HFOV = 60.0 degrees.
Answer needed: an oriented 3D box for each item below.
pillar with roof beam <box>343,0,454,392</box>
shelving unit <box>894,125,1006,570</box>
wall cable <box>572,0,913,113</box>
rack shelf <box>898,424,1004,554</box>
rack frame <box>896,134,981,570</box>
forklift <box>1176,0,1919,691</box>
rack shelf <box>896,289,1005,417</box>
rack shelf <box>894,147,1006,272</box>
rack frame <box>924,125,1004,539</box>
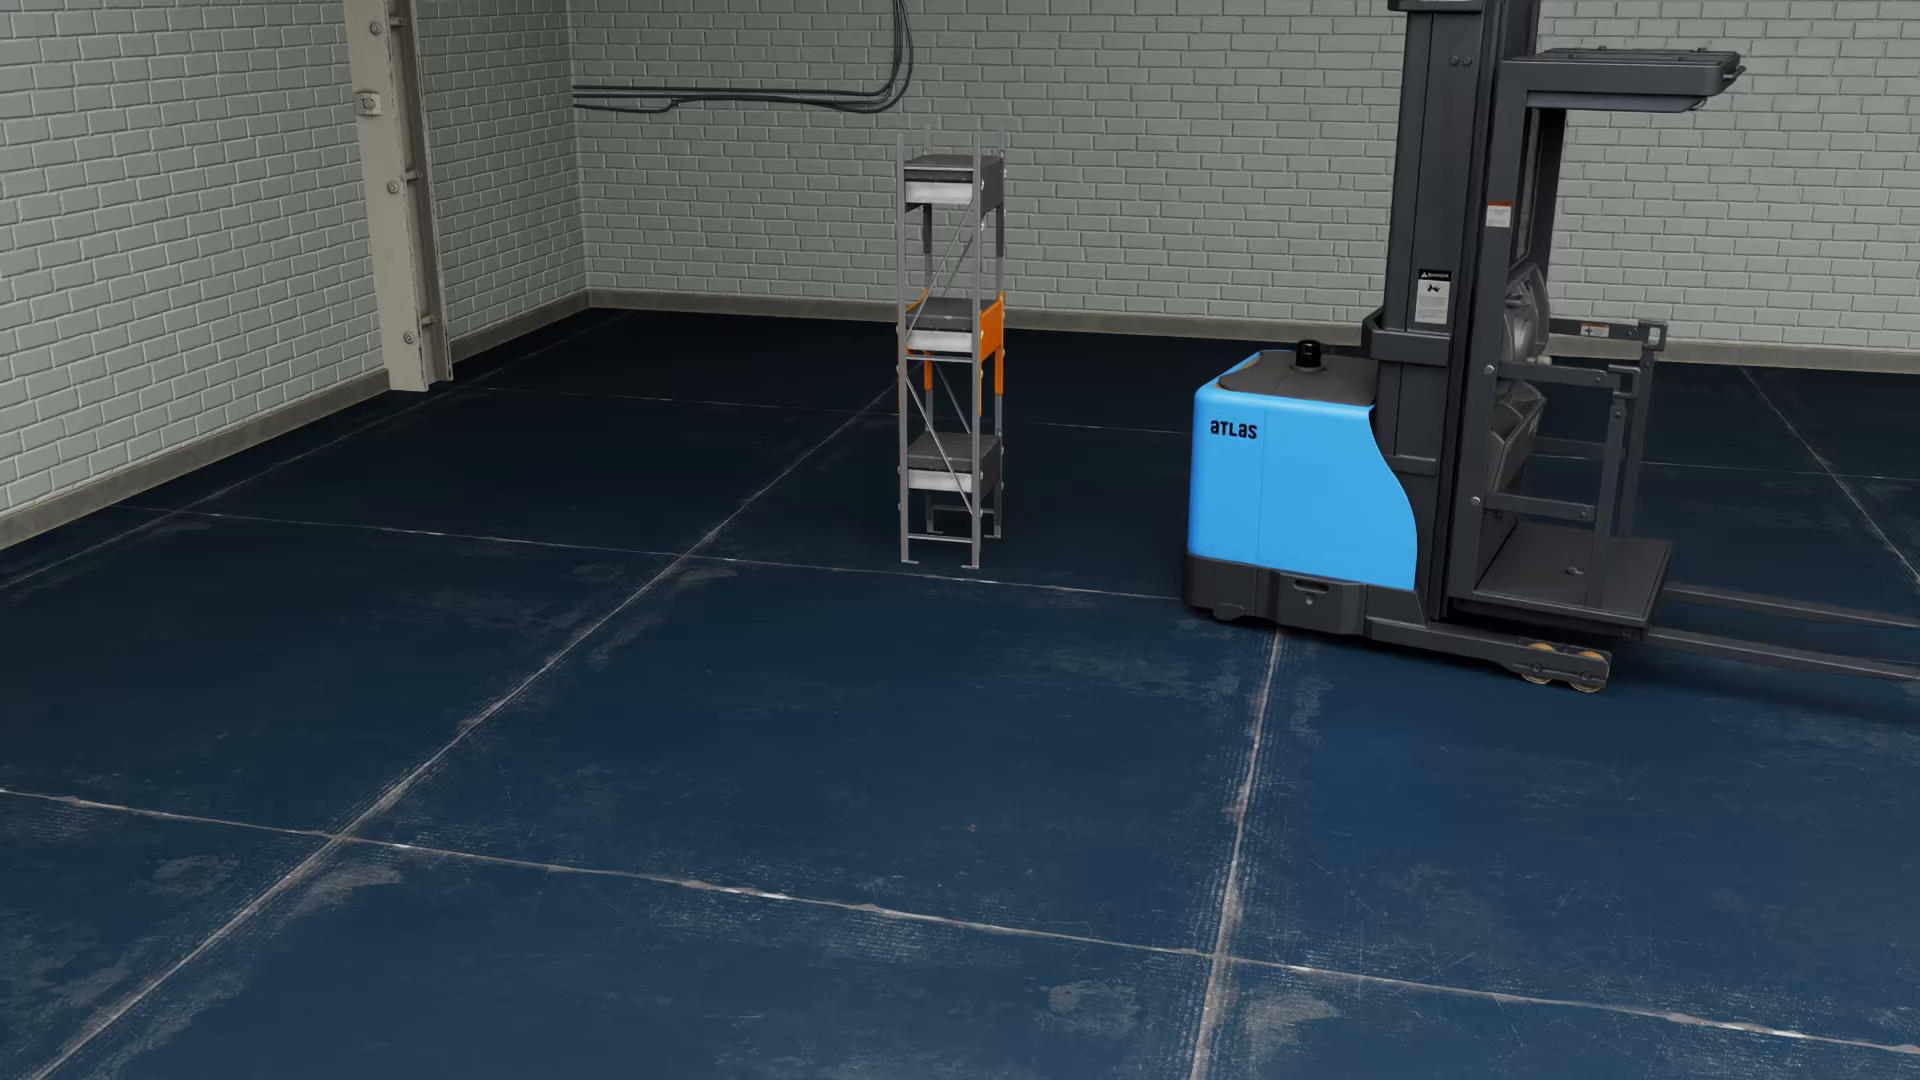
[{"bbox_3d":[0.289,-5.042,9.526,9.100,9.000,0.400,5,19,13],"label":"pillar with roof beam"},{"bbox_3d":[-0.040,-0.942,8.196,0.431,2.100,0.503,5,19,13],"label":"shelving unit"},{"bbox_3d":[-1.884,-4.731,13.421,3.097,2.526,0.112,5,19,13],"label":"wall cable"},{"bbox_3d":[-0.040,-0.266,8.427,0.431,0.518,0.480,5,19,13],"label":"rack shelf"},{"bbox_3d":[-0.100,-0.865,7.972,0.400,2.100,0.015,5,19,13],"label":"rack frame"},{"bbox_3d":[2.548,-0.959,6.960,3.031,2.935,1.130,10,21,26],"label":"forklift"},{"bbox_3d":[-0.040,-0.929,8.201,0.431,0.518,0.480,5,19,13],"label":"rack shelf"},{"bbox_3d":[-0.040,-1.591,7.974,0.431,0.518,0.480,5,19,13],"label":"rack shelf"},{"bbox_3d":[0.019,-1.018,8.420,0.400,2.100,0.015,5,19,13],"label":"rack frame"}]
